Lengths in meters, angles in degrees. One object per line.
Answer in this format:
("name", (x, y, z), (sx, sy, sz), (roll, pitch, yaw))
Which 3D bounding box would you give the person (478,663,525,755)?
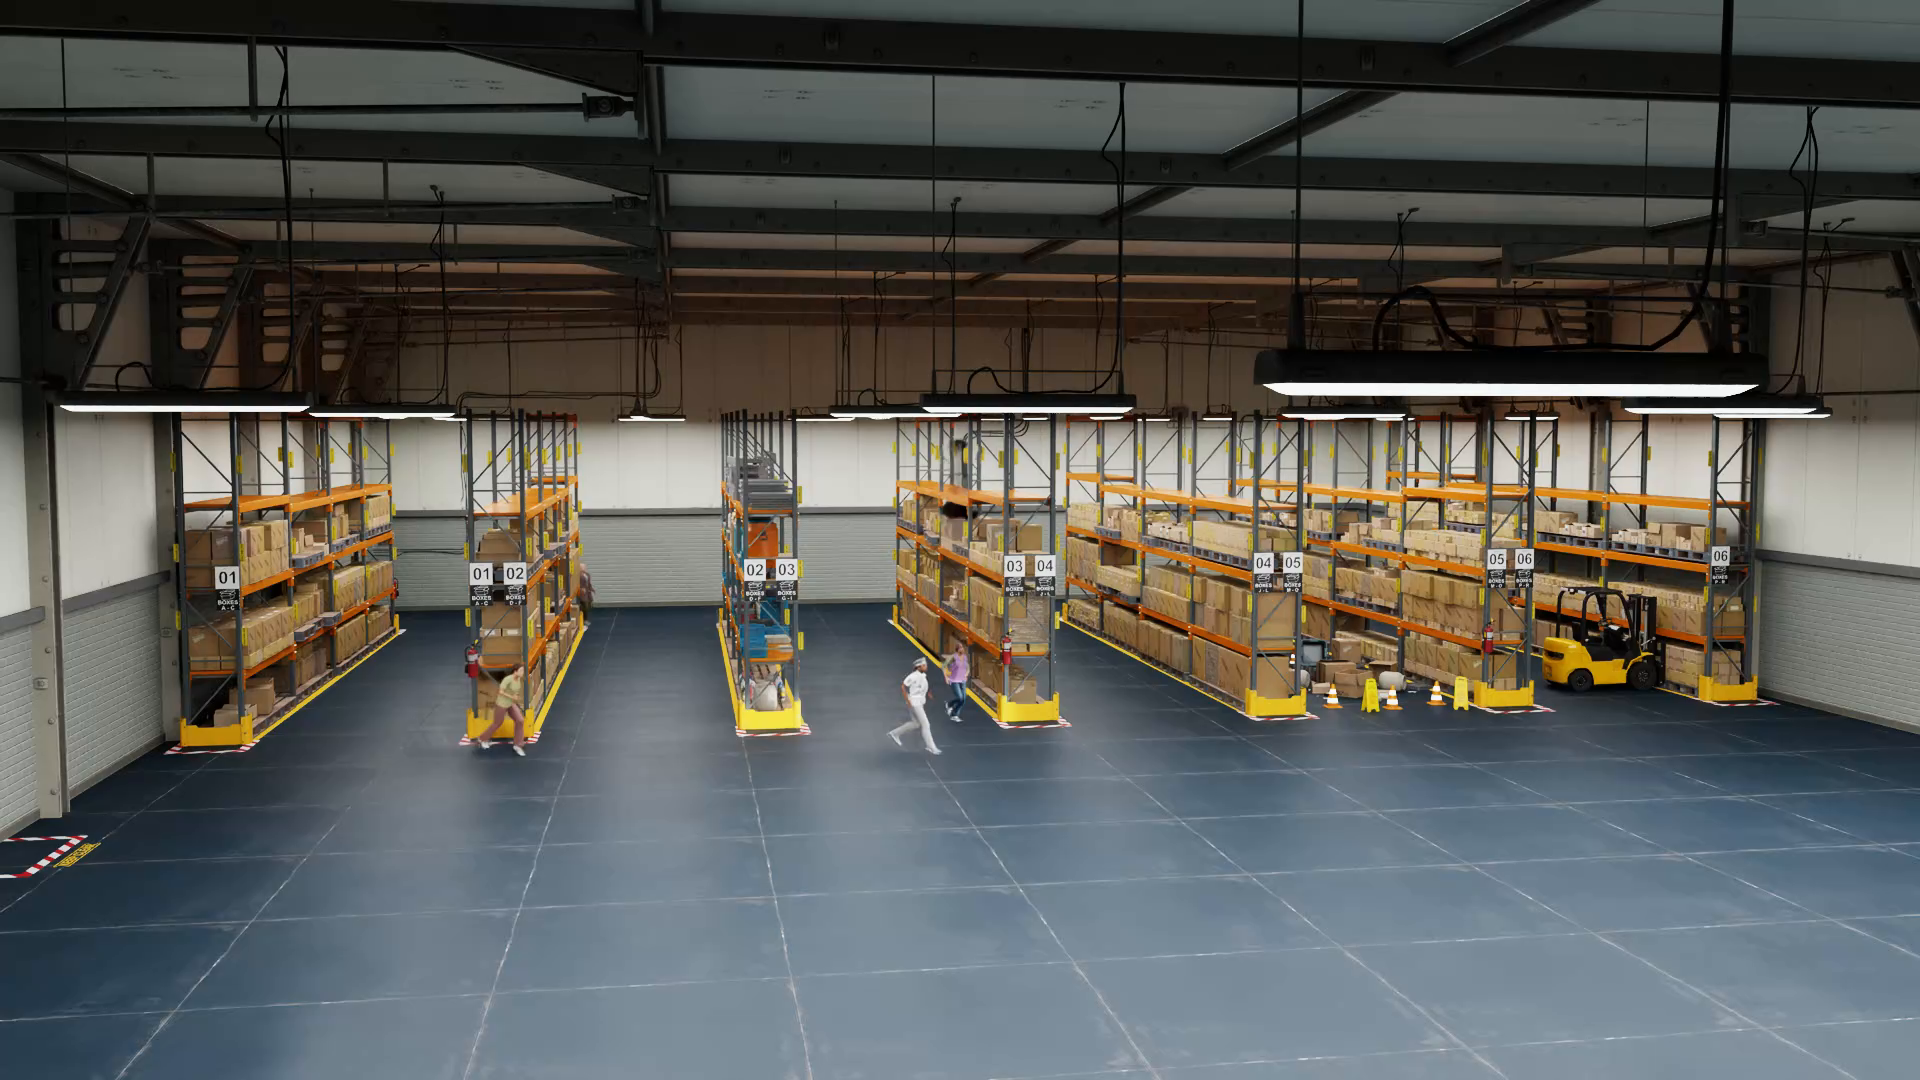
("person", (-7.971, 2.932, 28.927), (0.972, 1.637, 0.616), (1, 4, 17))

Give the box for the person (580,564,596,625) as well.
("person", (-10.798, 1.552, 47.545), (0.643, 1.738, 0.712), (2, 5, 32))

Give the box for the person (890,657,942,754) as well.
("person", (-0.784, 2.868, 28.944), (0.975, 1.694, 0.600), (1, 4, 20))

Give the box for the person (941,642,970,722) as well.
("person", (-0.033, 2.737, 31.929), (0.541, 1.511, 0.464), (-3, 5, -37))
